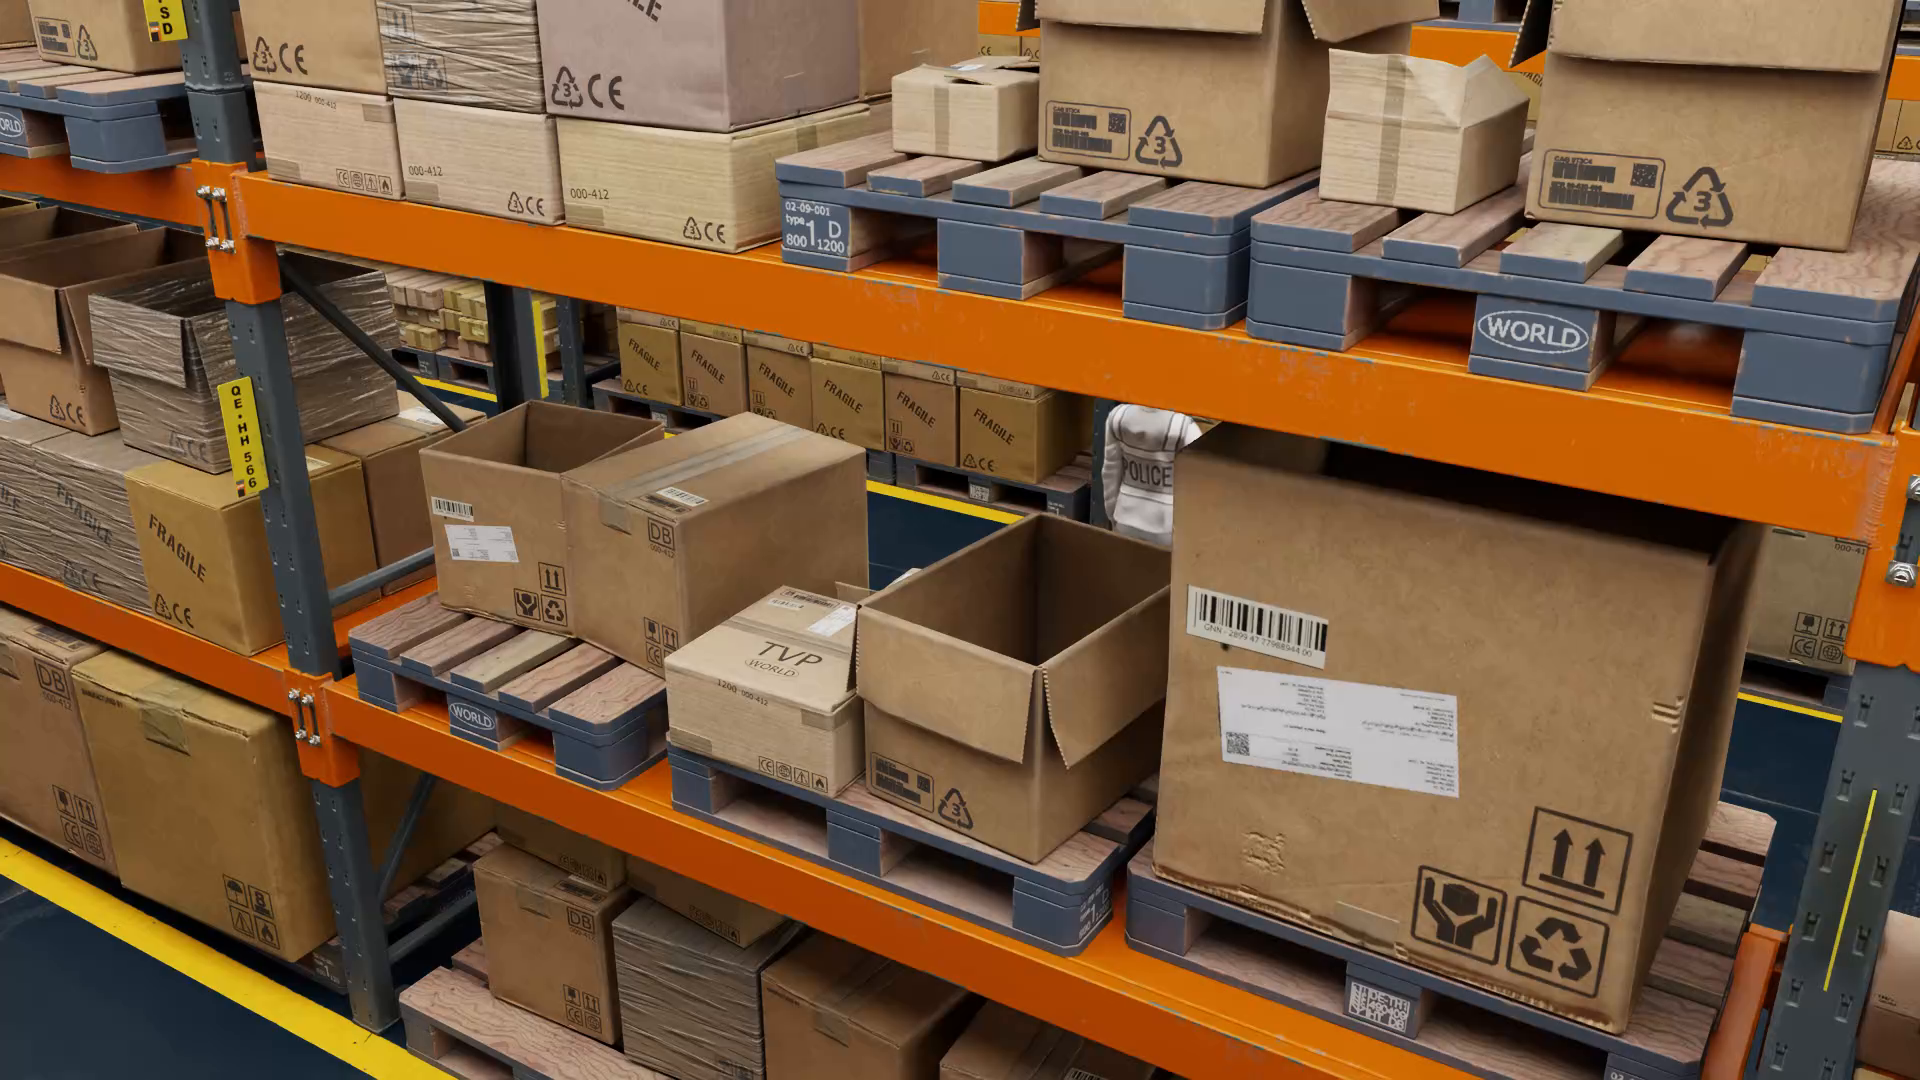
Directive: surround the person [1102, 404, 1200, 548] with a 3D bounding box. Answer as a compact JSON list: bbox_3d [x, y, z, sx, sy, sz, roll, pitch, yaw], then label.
[{"bbox_3d":[0.833,-0.038,7.197,0.470,1.666,0.328,14,27,30],"label":"person"}]
